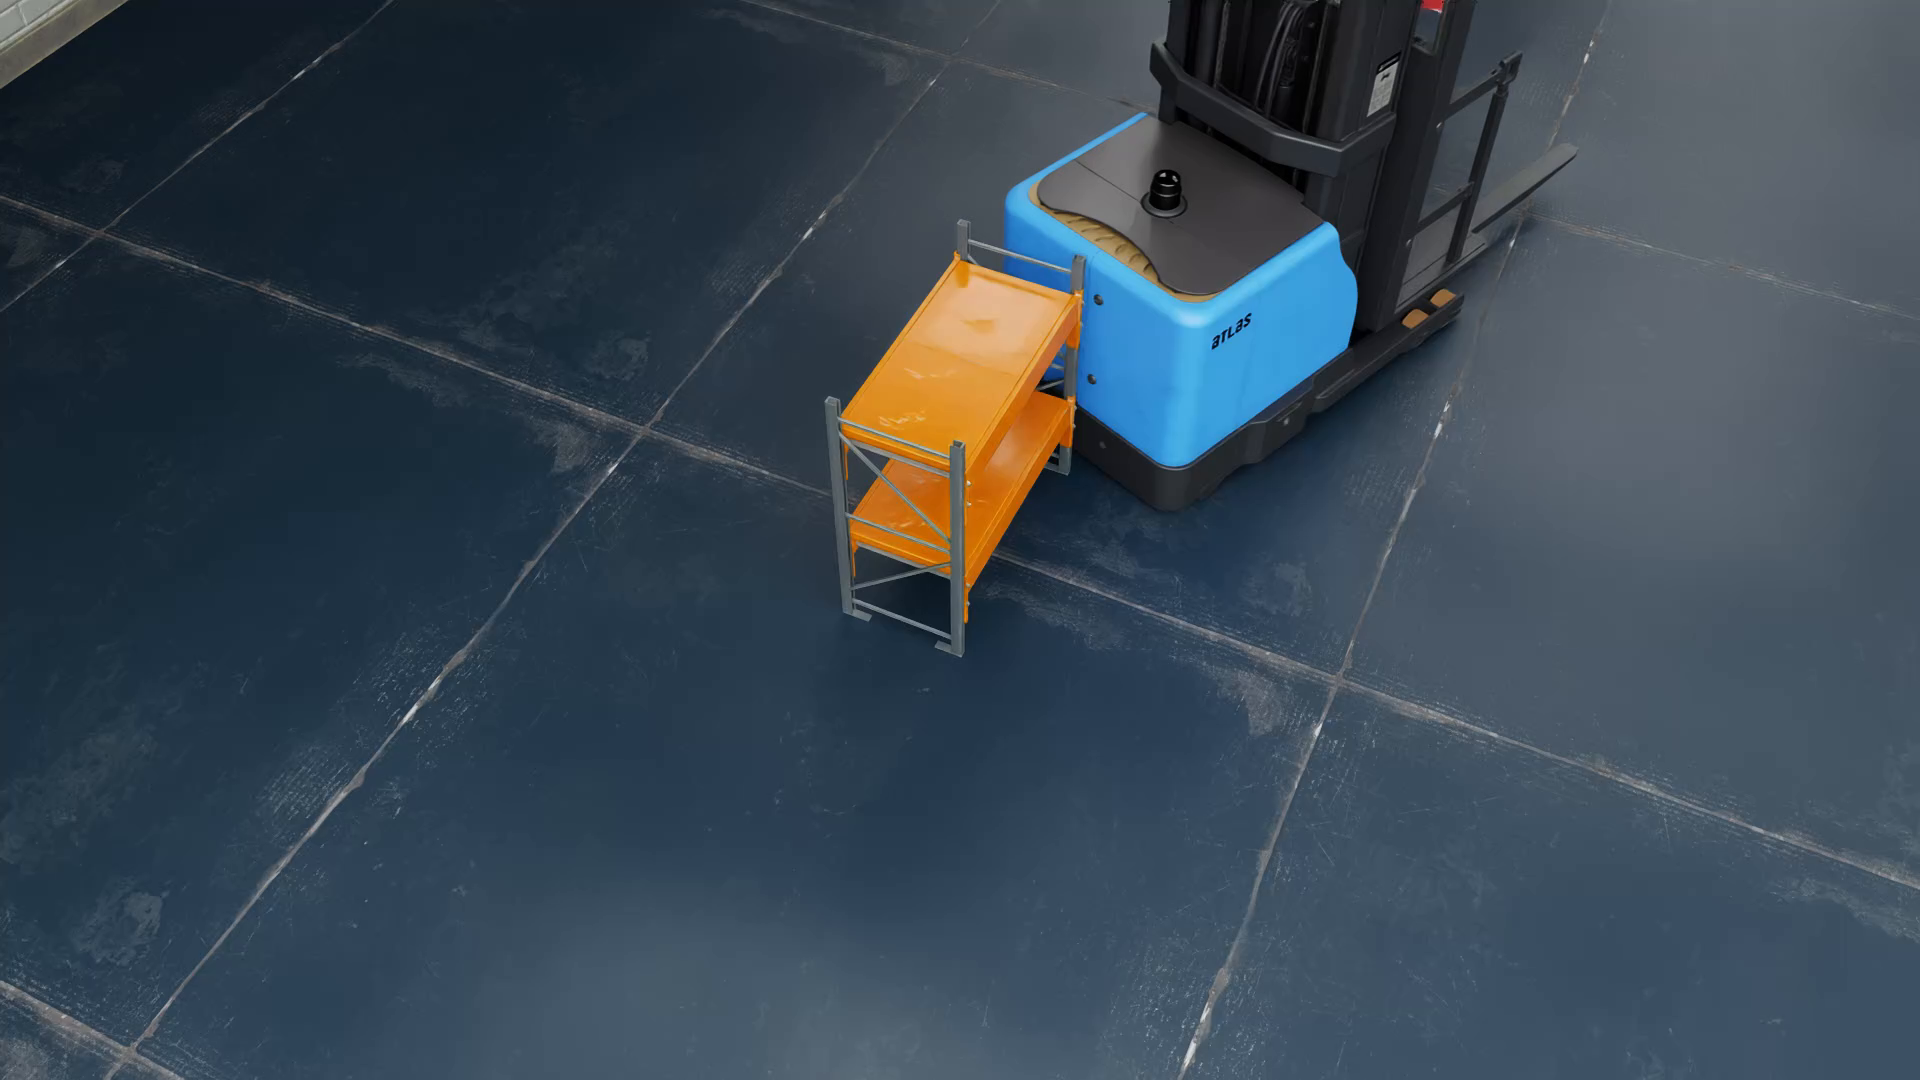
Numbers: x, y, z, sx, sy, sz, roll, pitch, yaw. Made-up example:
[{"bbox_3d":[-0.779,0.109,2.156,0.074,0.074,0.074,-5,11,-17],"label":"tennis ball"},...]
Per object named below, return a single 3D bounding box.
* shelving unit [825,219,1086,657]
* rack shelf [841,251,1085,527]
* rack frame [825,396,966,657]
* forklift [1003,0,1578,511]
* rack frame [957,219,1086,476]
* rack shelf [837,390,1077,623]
[{"bbox_3d":[0.003,-0.369,6.141,0.538,1.125,1.048,20,52,16],"label":"shelving unit"},{"bbox_3d":[0.003,-0.559,5.918,0.538,0.278,1.000,20,52,16],"label":"rack shelf"},{"bbox_3d":[-0.214,-0.019,5.843,0.500,1.125,0.032,20,52,16],"label":"rack frame"},{"bbox_3d":[1.580,-2.057,6.391,3.031,2.935,1.130,-35,58,-26],"label":"forklift"},{"bbox_3d":[0.220,-0.719,6.439,0.500,1.125,0.032,20,52,16],"label":"rack frame"},{"bbox_3d":[0.003,-0.211,6.327,0.538,0.278,1.000,20,52,16],"label":"rack shelf"}]
